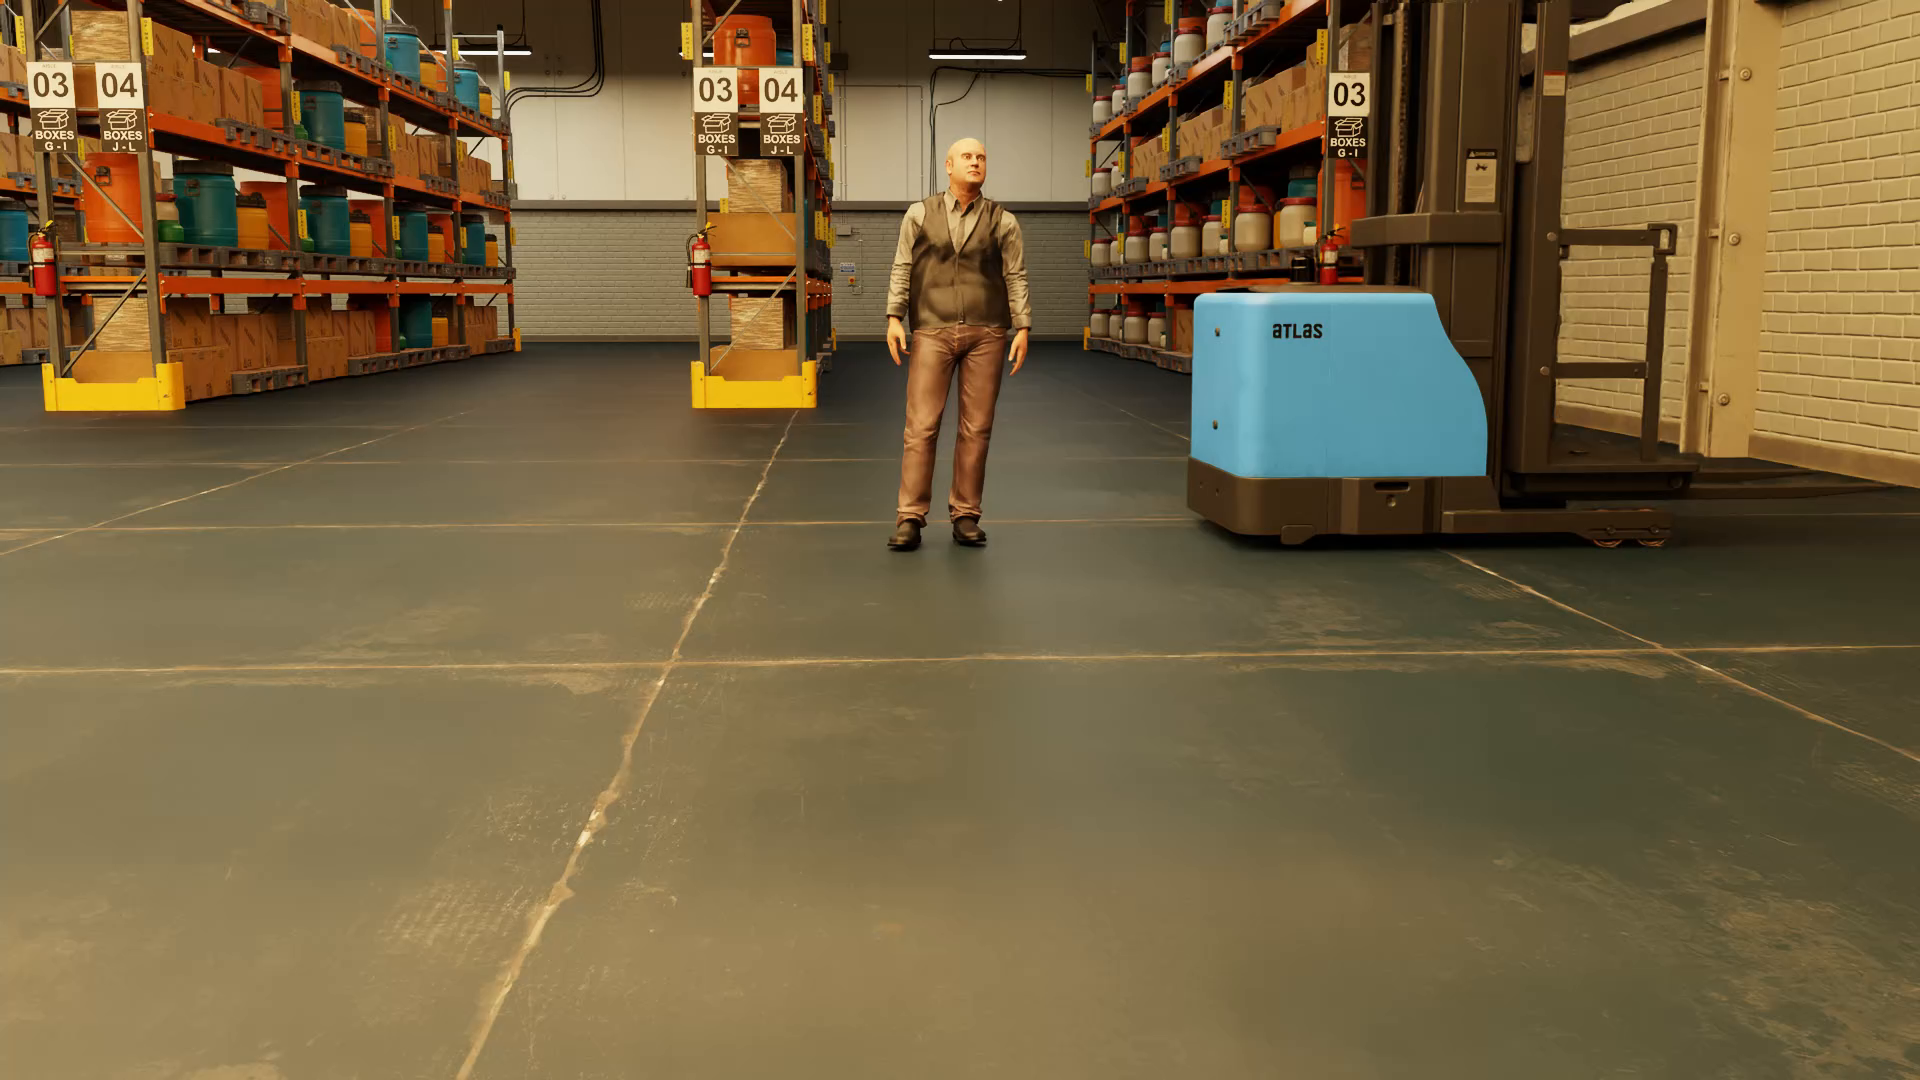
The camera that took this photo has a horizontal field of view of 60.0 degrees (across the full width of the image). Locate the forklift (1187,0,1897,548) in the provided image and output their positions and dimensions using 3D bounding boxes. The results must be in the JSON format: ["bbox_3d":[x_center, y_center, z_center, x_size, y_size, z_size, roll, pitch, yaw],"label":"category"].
[{"bbox_3d":[2.622,-1.493,7.386,3.031,2.935,1.130,-1,8,-5],"label":"forklift"}]

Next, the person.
[{"bbox_3d":[-0.004,-0.850,7.120,0.633,1.721,0.568,-1,8,-4],"label":"person"}]
